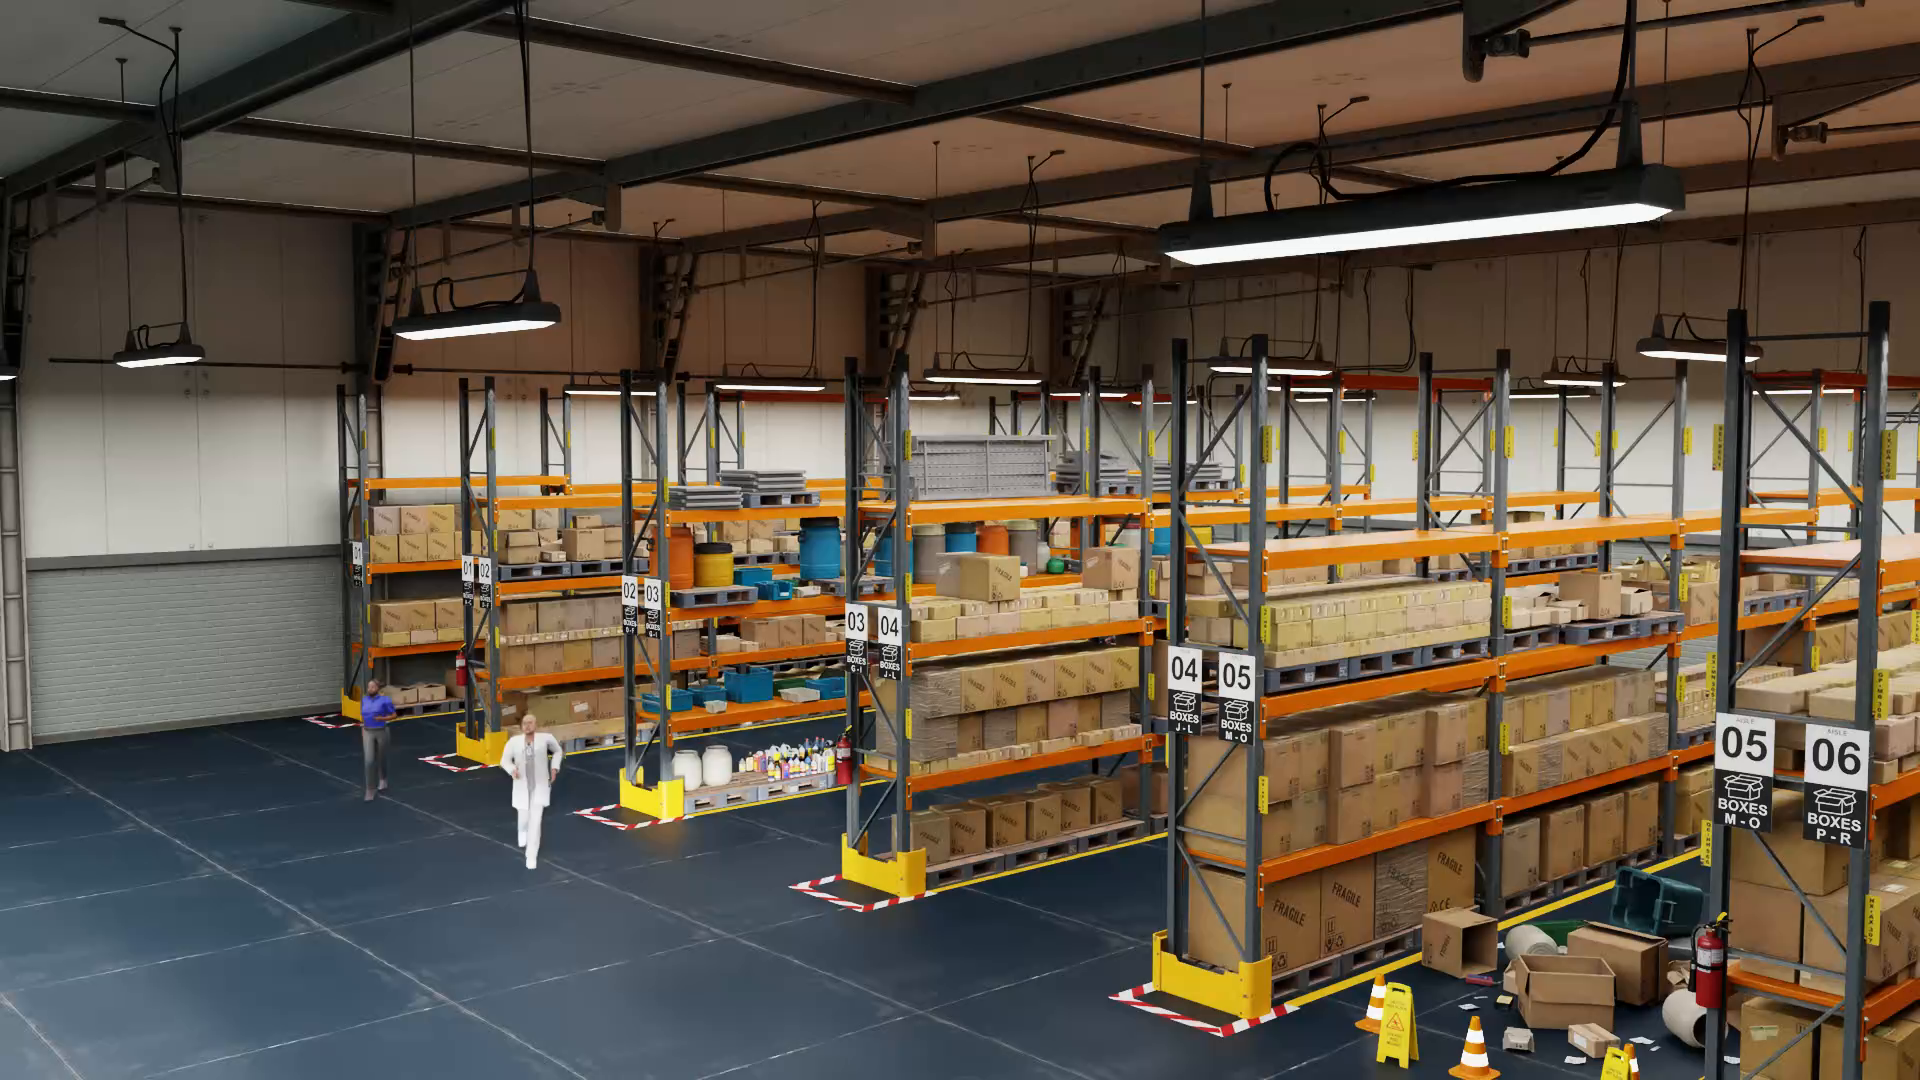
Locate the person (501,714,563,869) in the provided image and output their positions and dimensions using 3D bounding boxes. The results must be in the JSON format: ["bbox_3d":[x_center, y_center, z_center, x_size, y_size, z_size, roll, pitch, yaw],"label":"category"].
[{"bbox_3d":[-5.153,2.972,20.023,0.719,1.786,1.001,-1,4,-8],"label":"person"}]

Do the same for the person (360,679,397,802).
[{"bbox_3d":[-8.230,2.799,23.536,0.556,1.704,0.828,0,4,-7],"label":"person"}]
